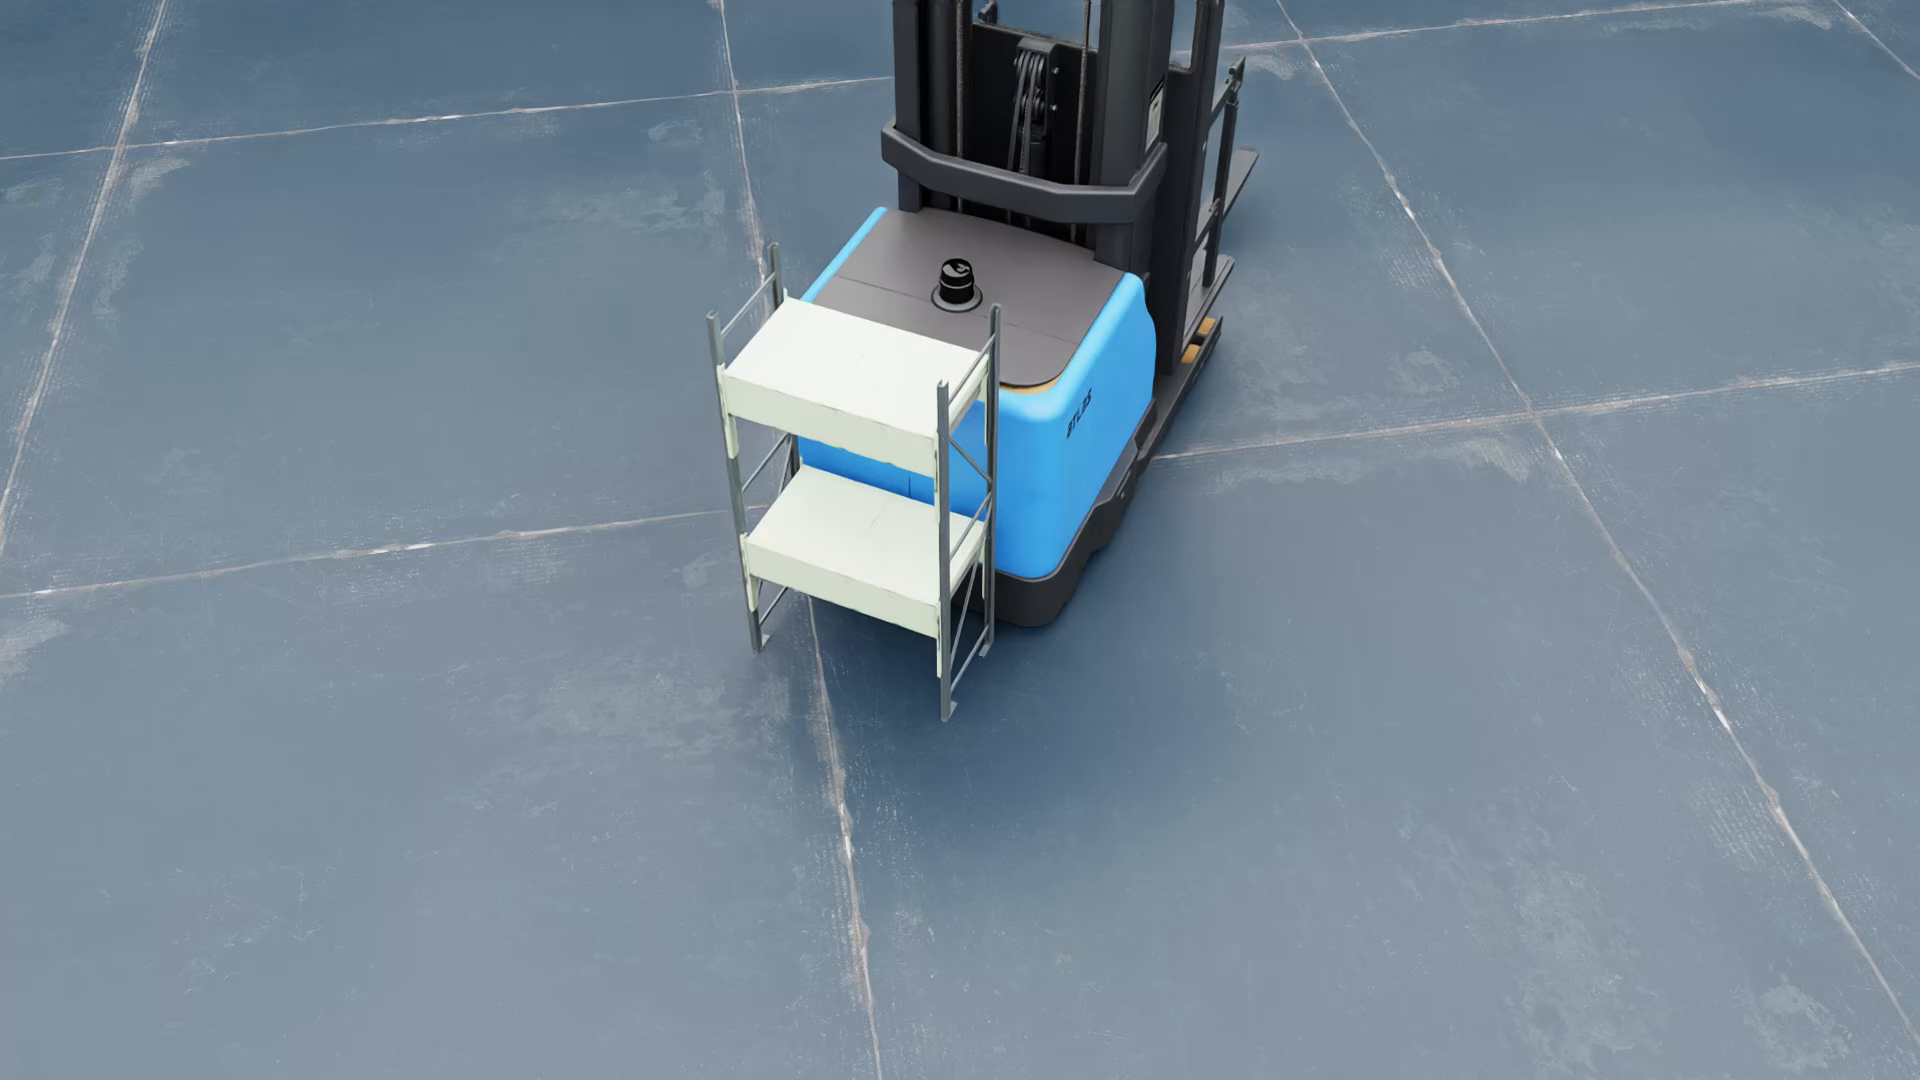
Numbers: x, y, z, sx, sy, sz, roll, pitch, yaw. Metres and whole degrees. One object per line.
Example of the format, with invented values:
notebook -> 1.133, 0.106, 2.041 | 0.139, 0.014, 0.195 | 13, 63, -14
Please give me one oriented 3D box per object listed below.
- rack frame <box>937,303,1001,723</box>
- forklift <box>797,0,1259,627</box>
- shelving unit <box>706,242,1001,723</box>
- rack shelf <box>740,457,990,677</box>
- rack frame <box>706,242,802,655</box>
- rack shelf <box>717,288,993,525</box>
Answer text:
rack frame -> 0.027, -0.033, 5.240 | 0.023, 1.500, 0.400 | 18, 49, 17
forklift -> 0.450, -1.784, 5.933 | 1.130, 2.935, 3.031 | 18, 49, 17
shelving unit -> -0.306, -0.142, 5.345 | 0.755, 1.500, 0.431 | 18, 49, 17
rack shelf -> -0.306, 0.085, 5.580 | 0.720, 0.370, 0.431 | 18, 49, 17
rack frame -> -0.640, -0.250, 5.450 | 0.023, 1.500, 0.400 | 18, 49, 17
rack shelf -> -0.306, -0.412, 5.064 | 0.720, 0.370, 0.431 | 18, 49, 17
